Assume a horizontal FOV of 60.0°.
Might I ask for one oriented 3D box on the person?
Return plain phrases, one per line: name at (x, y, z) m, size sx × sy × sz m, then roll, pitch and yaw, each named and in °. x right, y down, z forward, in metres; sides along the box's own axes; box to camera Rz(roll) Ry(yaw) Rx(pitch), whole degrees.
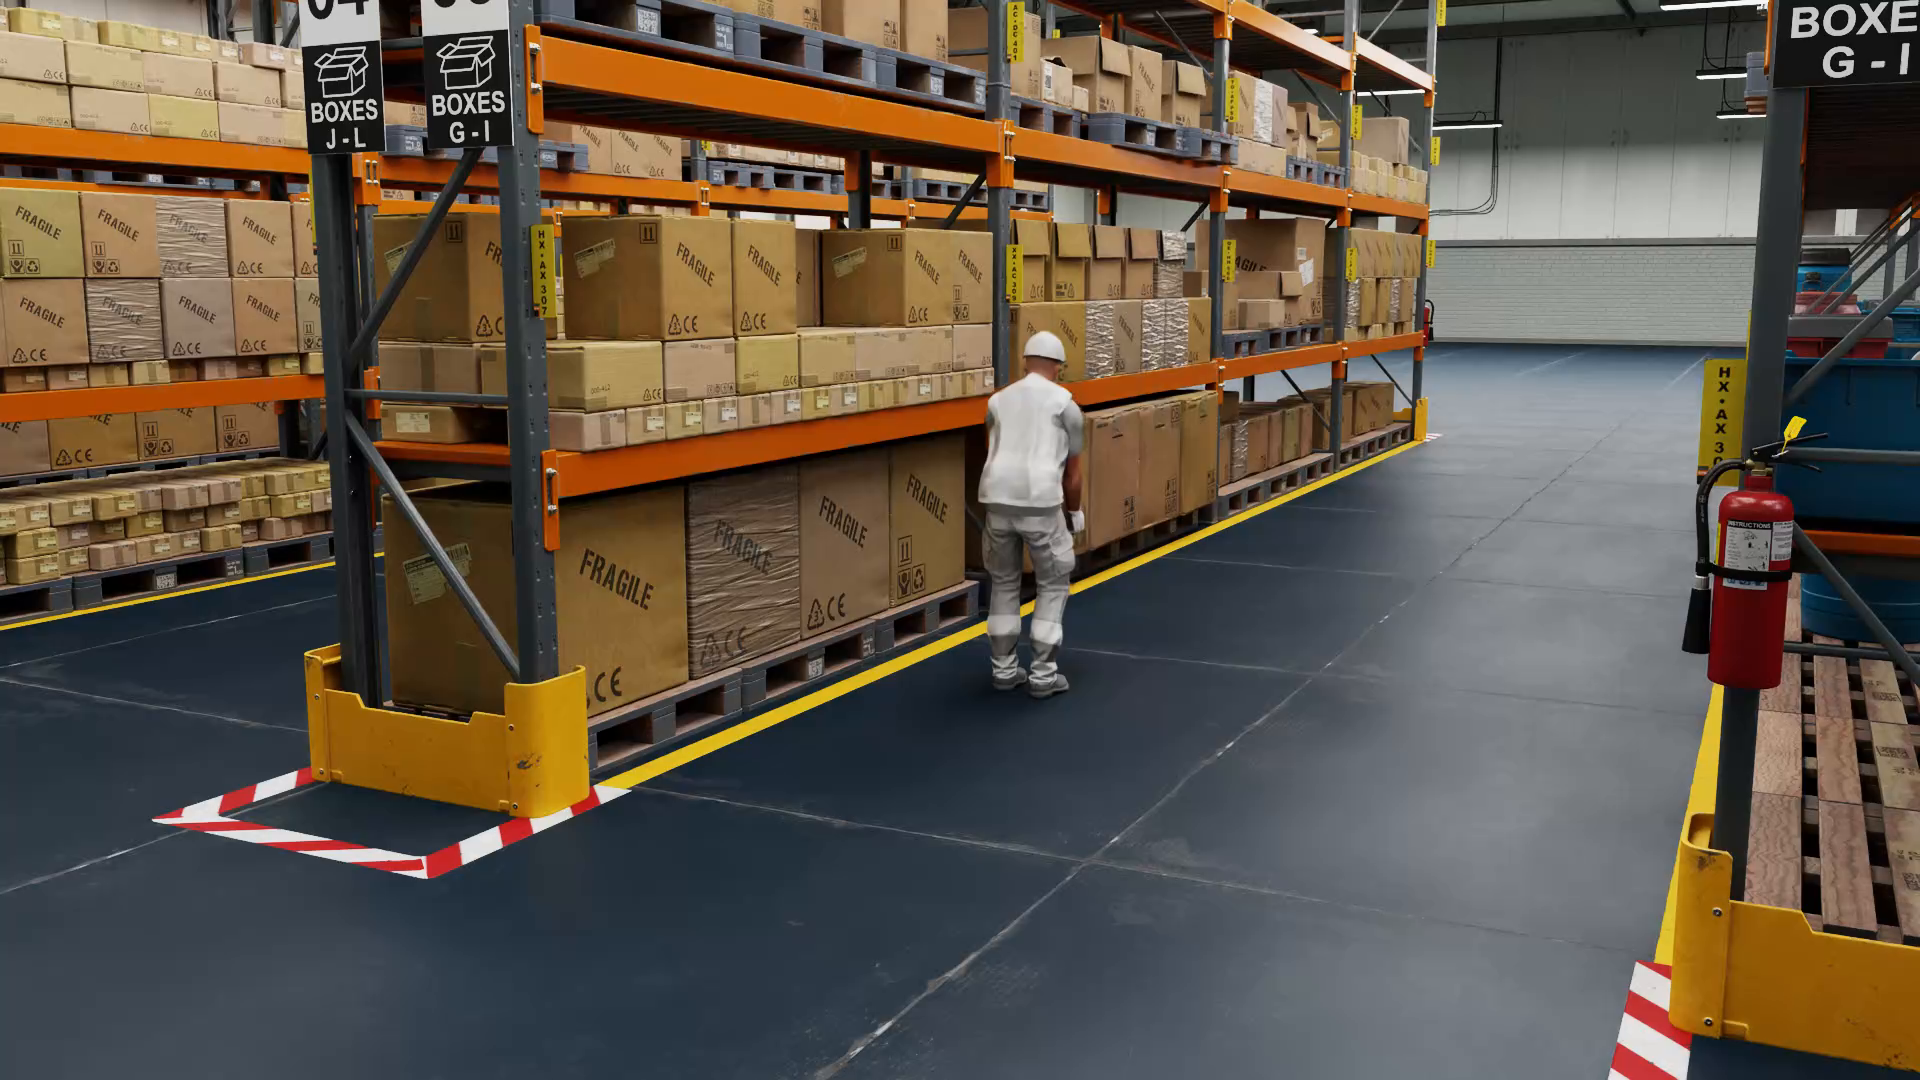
person at (0.351, -0.134, 7.914) m, size 0.468 × 1.700 × 0.639 m, roll 4°, pitch 10°, yaw 25°
